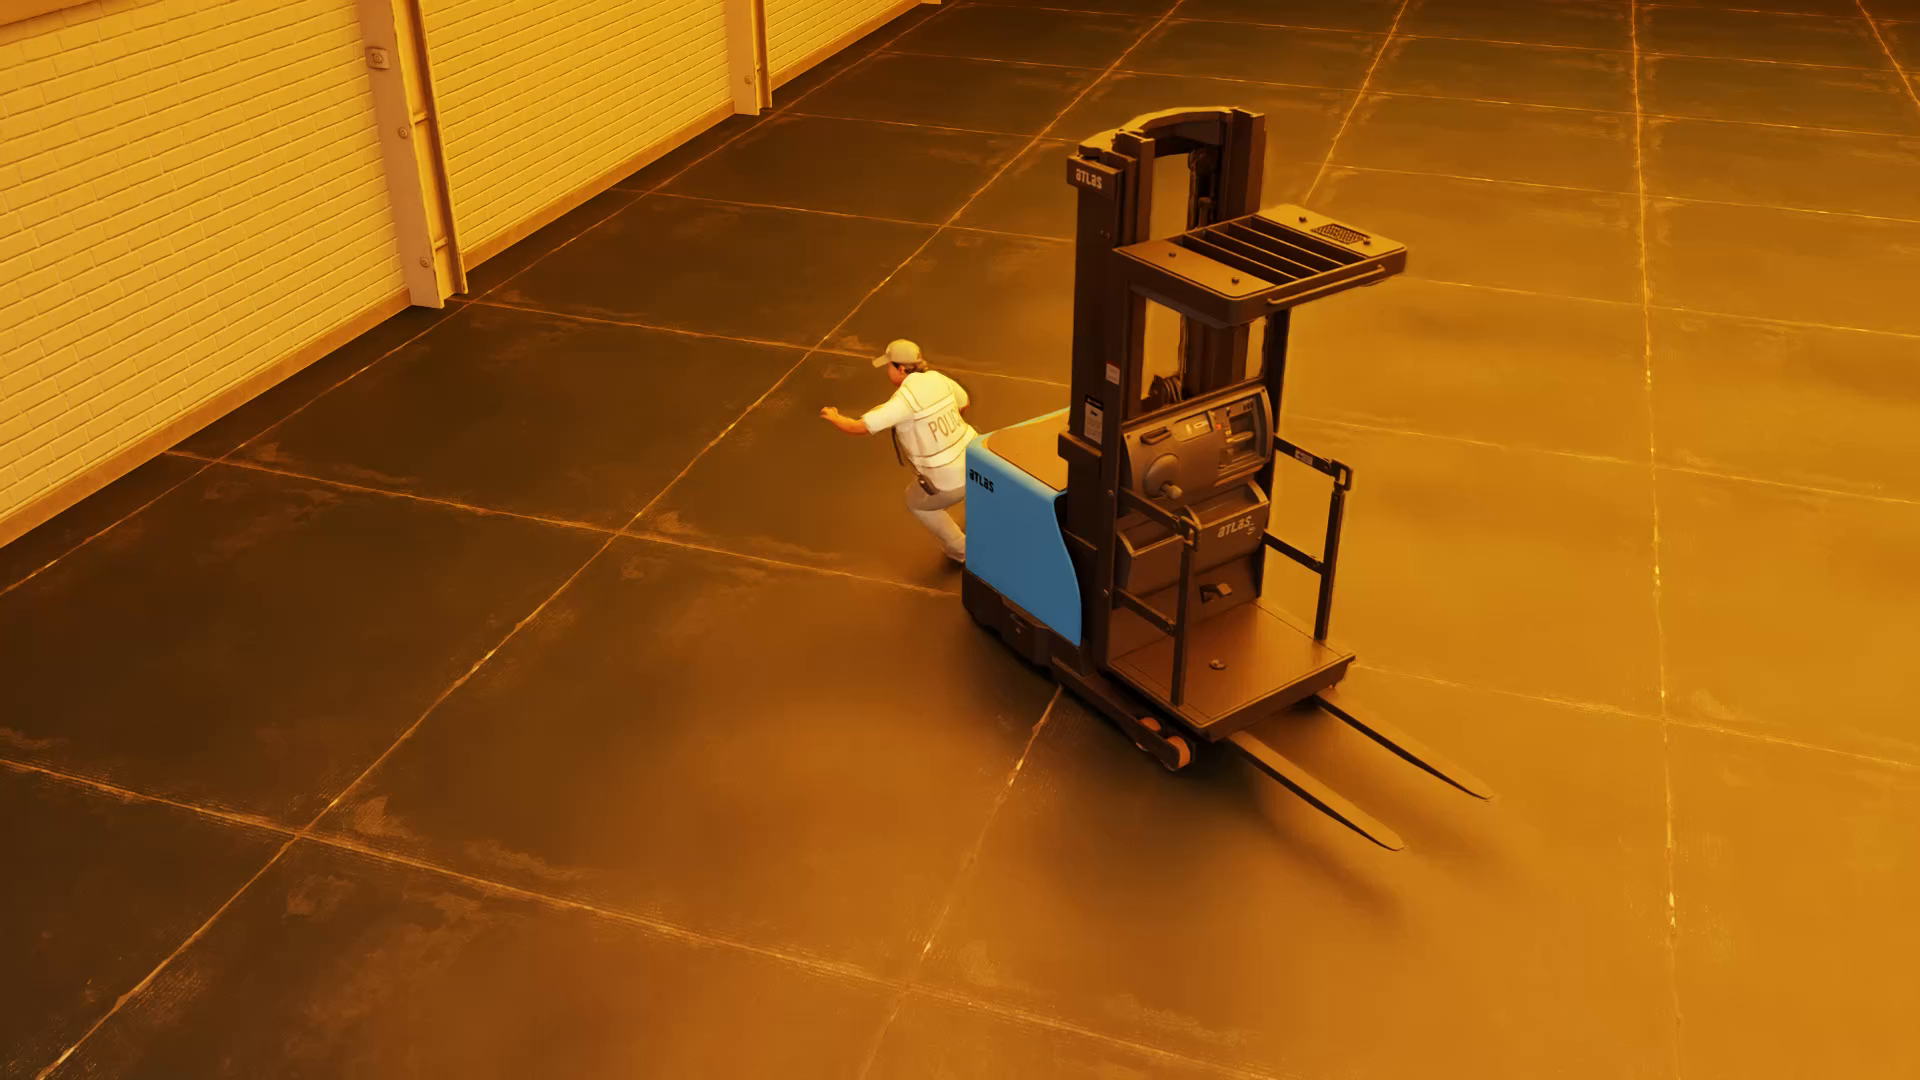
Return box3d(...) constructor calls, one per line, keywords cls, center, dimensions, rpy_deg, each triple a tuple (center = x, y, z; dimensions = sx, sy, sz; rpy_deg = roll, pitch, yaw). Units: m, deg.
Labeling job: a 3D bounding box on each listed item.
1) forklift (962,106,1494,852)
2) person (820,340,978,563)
box3d(cls="forklift", center=(1.284, -0.424, 7.881), dimensions=(1.130, 2.935, 3.031), rpy_deg=(-20, 35, -31))
box3d(cls="person", center=(-0.199, -0.541, 9.634), dimensions=(0.912, 1.434, 1.127), rpy_deg=(18, 34, 28))
